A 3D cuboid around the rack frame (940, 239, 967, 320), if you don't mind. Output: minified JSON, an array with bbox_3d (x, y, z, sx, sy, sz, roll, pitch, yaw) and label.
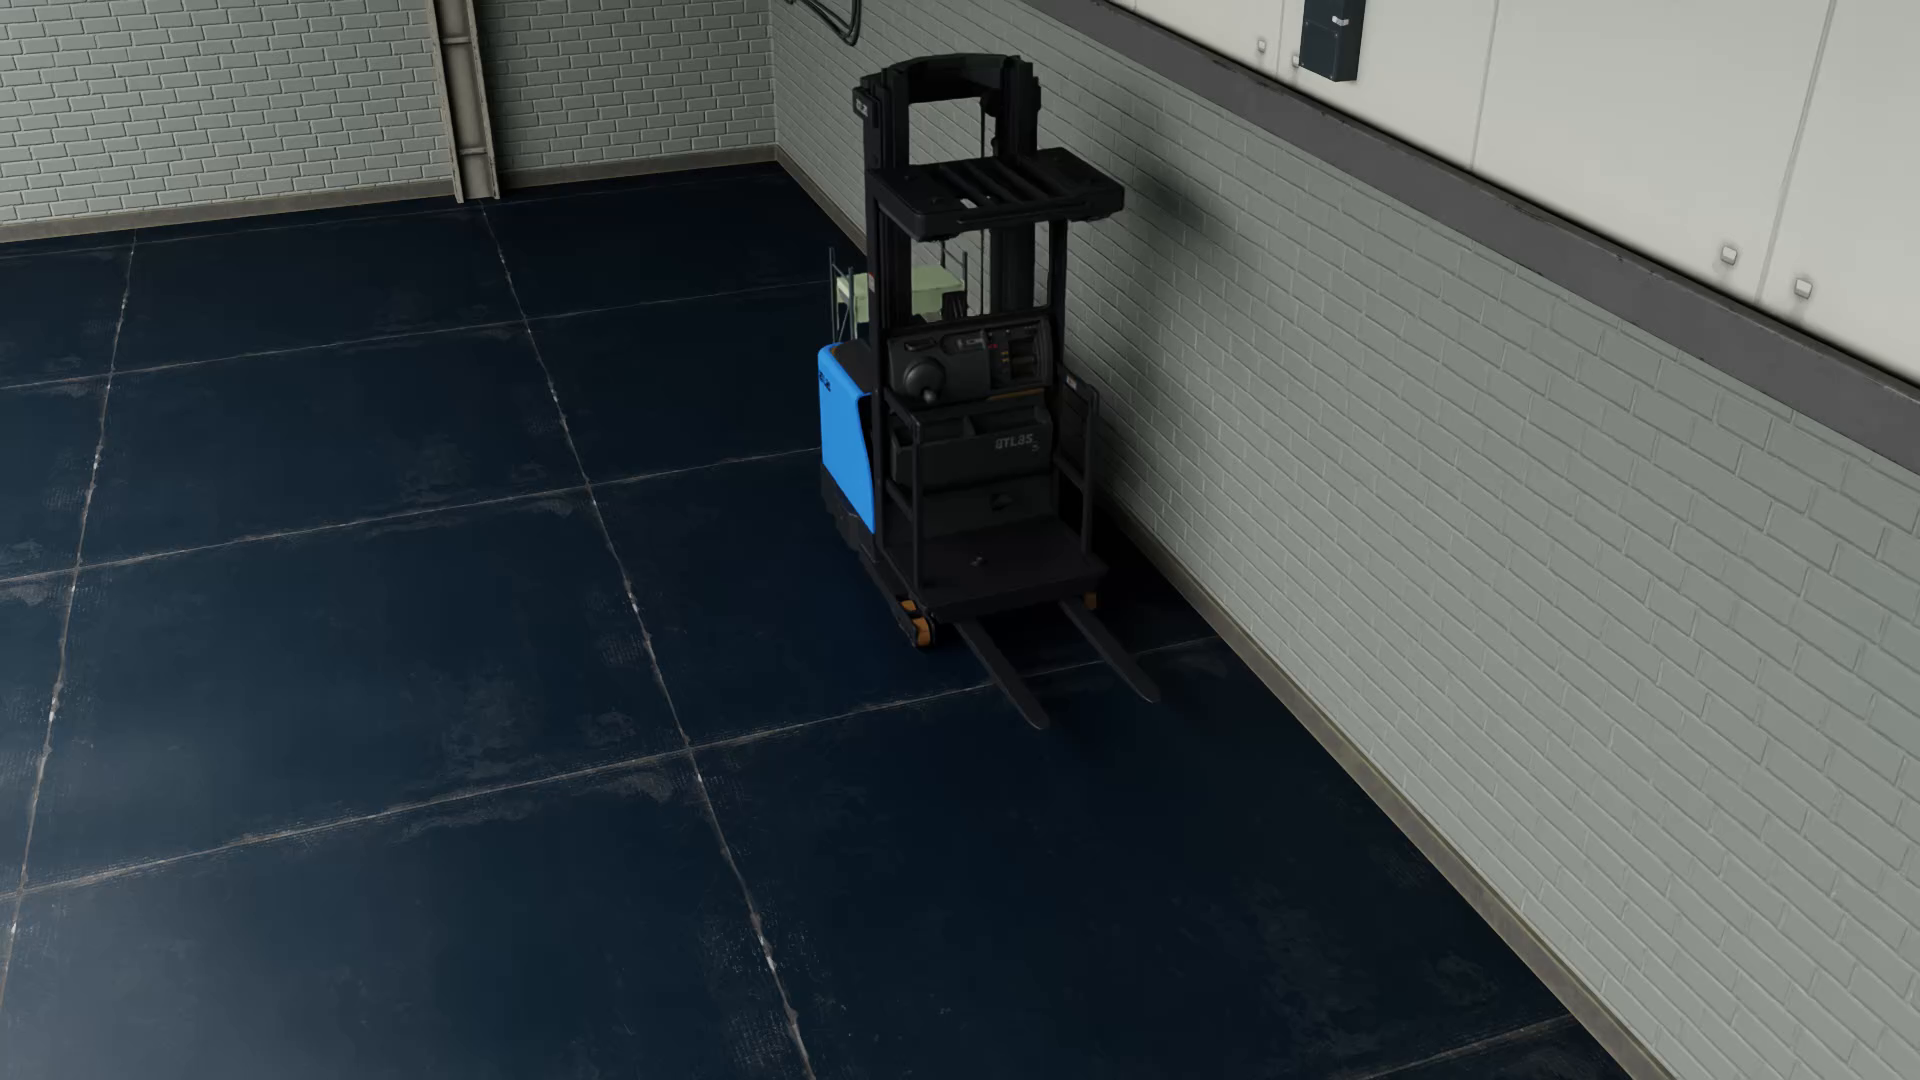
[{"bbox_3d":[-0.043,-1.199,10.690,0.023,1.500,0.400,-11,32,-19],"label":"rack frame"}]

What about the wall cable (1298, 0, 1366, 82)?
[{"bbox_3d":[1.917,-4.157,4.872,0.169,6.003,2.305,-10,31,-18],"label":"wall cable"}]

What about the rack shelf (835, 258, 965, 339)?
[{"bbox_3d":[-0.382,-1.470,10.377,0.720,0.370,0.431,-11,32,-19],"label":"rack shelf"}]

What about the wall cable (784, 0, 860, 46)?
[{"bbox_3d":[-1.378,-5.738,14.218,0.112,2.526,3.097,-10,31,-18],"label":"wall cable"}]

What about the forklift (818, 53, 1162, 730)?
[{"bbox_3d":[0.141,-0.921,8.757,1.130,2.935,3.031,-11,31,-19],"label":"forklift"}]

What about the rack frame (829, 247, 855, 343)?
[{"bbox_3d":[-0.721,-1.063,10.451,0.023,1.500,0.400,-11,32,-19],"label":"rack frame"}]

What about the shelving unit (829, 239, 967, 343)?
[{"bbox_3d":[-0.382,-1.131,10.570,0.755,1.500,0.431,-11,32,-19],"label":"shelving unit"}]

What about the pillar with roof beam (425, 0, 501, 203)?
[{"bbox_3d":[-3.099,-5.195,10.128,0.400,9.000,9.100,-10,31,-18],"label":"pillar with roof beam"}]
